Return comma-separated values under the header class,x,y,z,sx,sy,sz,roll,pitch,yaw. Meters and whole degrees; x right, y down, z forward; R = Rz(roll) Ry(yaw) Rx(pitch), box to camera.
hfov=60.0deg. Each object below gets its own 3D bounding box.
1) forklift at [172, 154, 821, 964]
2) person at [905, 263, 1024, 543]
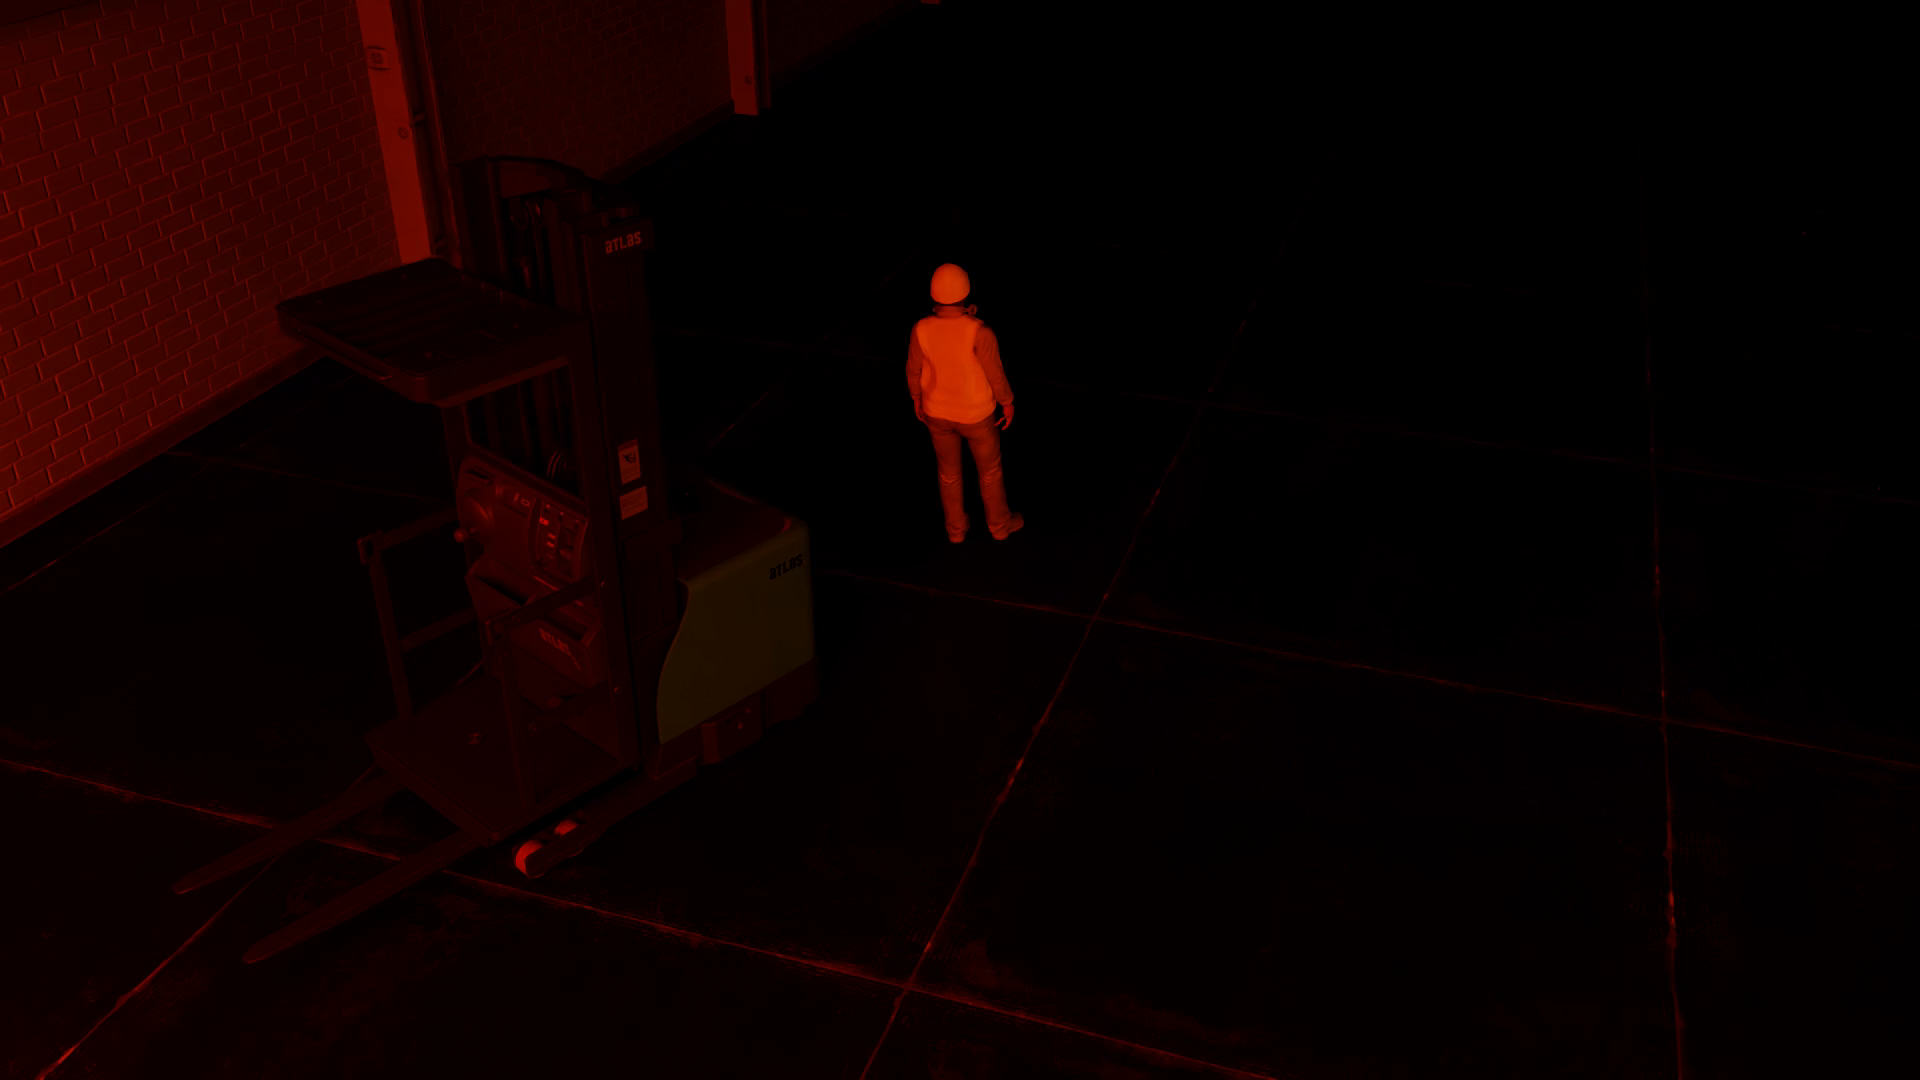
class,x,y,z,sx,sy,sz,roll,pitch,yaw
forklift,-2.080,-0.047,7.219,1.130,2.935,3.031,24,38,36
person,0.027,-0.805,9.703,0.634,1.775,0.566,10,31,16
